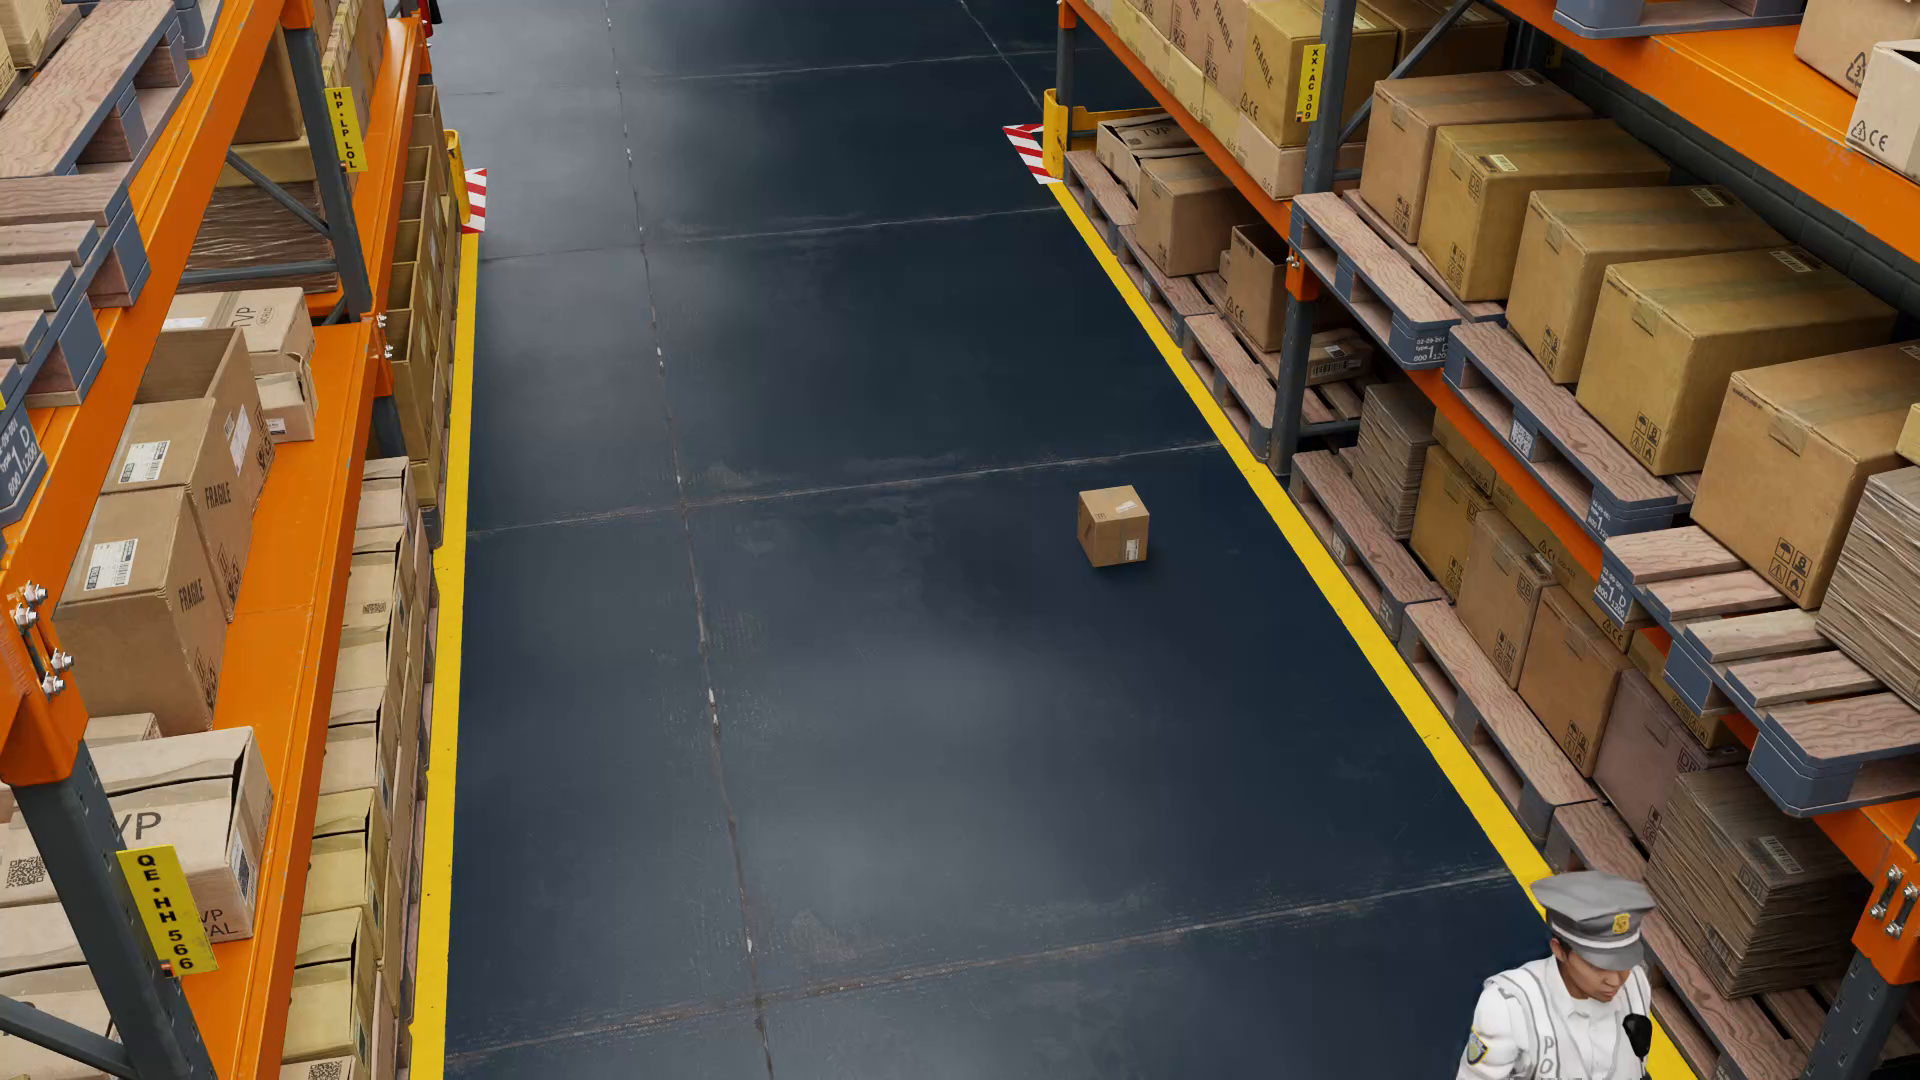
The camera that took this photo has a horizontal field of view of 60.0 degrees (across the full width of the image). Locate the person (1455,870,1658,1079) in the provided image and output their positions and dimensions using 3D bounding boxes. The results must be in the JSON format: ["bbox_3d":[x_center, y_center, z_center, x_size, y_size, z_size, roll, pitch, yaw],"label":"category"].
[{"bbox_3d":[1.381,1.450,4.008,0.492,1.640,0.961,-5,35,-8],"label":"person"}]
